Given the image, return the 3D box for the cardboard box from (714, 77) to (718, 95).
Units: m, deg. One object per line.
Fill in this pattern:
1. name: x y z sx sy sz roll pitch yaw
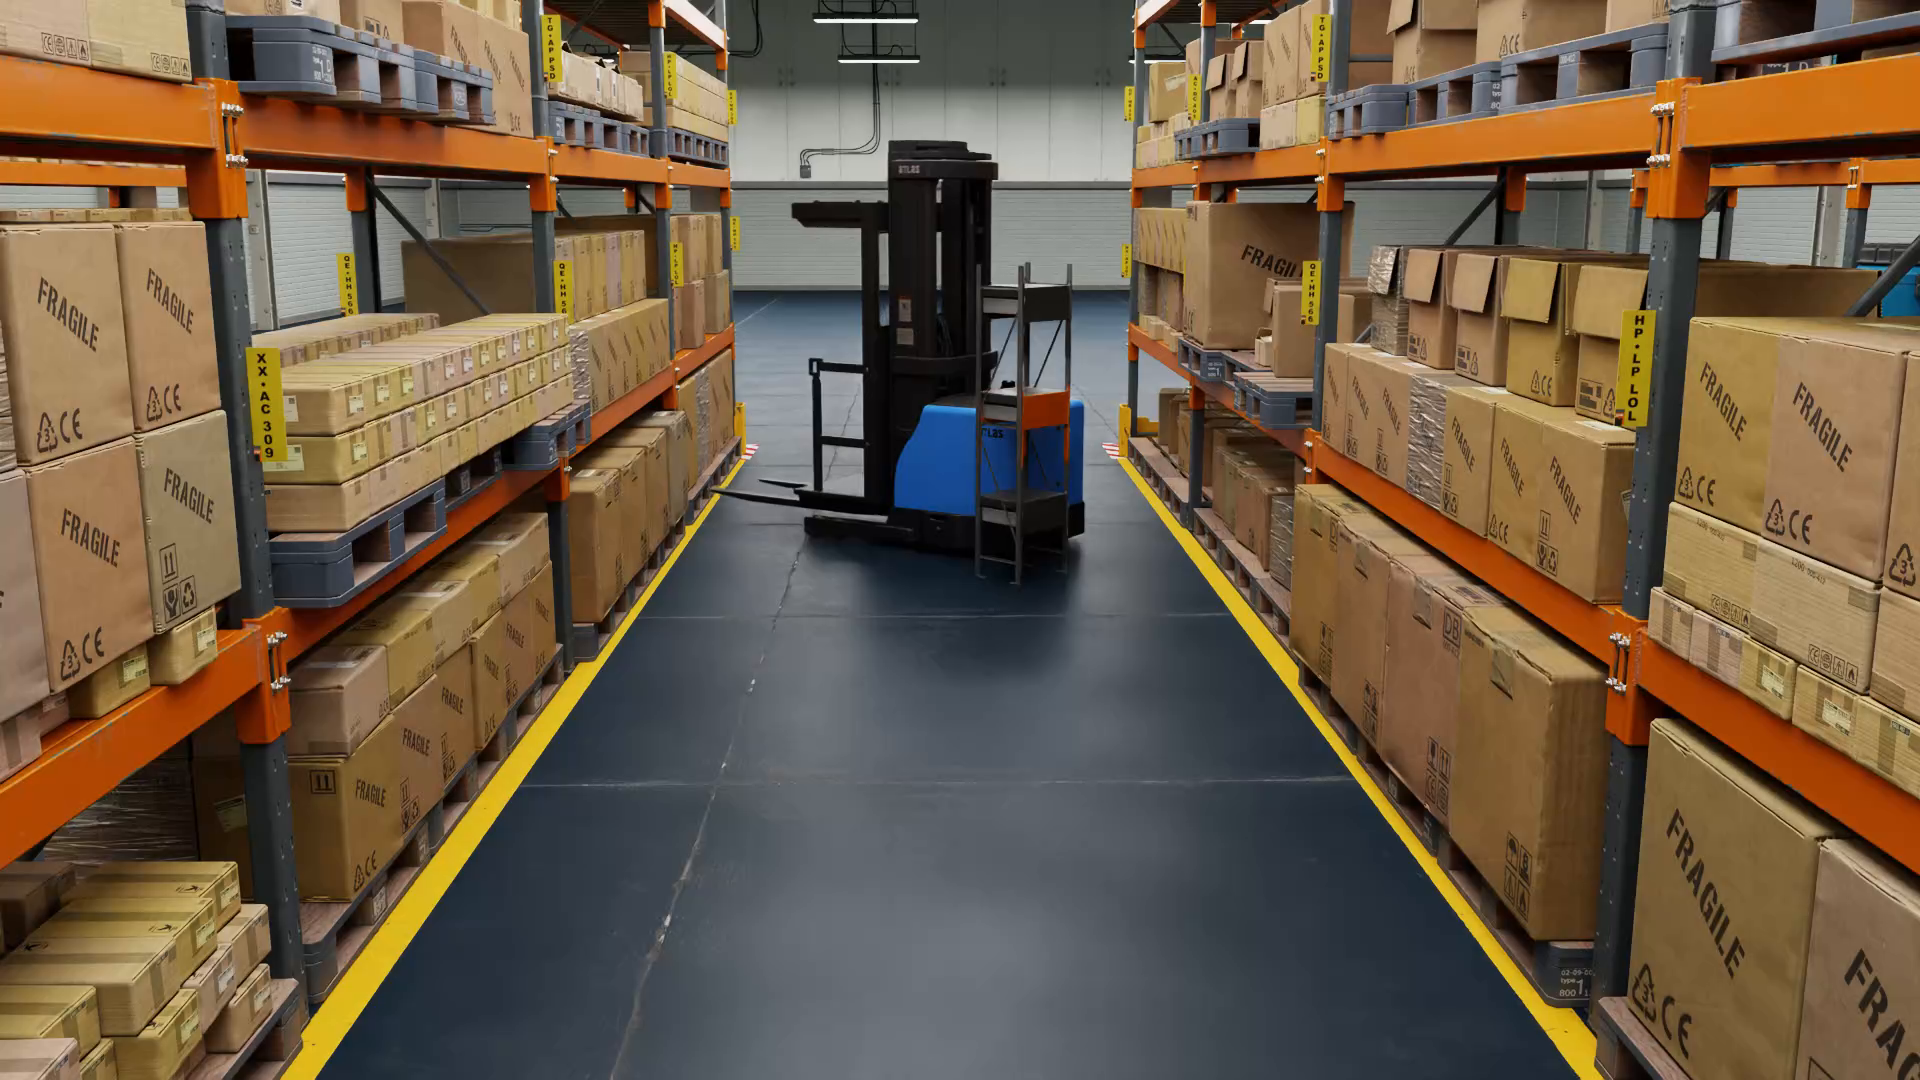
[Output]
1. cardboard box: -2.404 -4.117 15.081 0.380 0.149 0.250 0 11 0

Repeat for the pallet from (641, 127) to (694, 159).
1. pallet: -2.690 -3.136 13.151 1.003 0.211 1.213 0 11 -1

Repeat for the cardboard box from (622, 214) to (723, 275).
1. cardboard box: -2.694 -2.762 15.534 0.875 0.550 0.550 0 11 -1

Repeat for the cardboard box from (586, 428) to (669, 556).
1. cardboard box: -2.565 -0.335 11.269 1.050 0.750 0.750 0 11 -1

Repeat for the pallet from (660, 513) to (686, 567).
1. pallet: -2.593 -0.027 12.162 1.003 0.211 1.213 0 11 -1

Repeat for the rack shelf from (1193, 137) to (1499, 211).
1. rack shelf: 2.319 -2.267 10.454 1.077 0.370 4.000 0 11 -1

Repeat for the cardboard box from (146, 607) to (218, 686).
1. cardboard box: -2.164 0.273 4.300 0.380 0.149 0.250 -1 11 -3

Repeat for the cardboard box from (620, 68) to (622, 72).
1. cardboard box: -3.042 -3.913 14.074 0.380 0.149 0.250 0 11 0

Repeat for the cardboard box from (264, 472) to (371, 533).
1. cardboard box: -2.067 -0.119 5.179 0.380 0.149 0.250 -1 11 -4

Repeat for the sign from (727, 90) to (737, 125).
1. sign: -2.224 -4.207 16.177 0.100 0.325 0.005 0 11 -1

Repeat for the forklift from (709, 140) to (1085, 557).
1. forklift: -0.581 -1.511 12.634 3.031 2.935 1.130 7 14 32

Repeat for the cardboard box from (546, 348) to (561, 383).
1. cardboard box: -2.128 -0.831 7.937 0.380 0.149 0.250 0 11 1

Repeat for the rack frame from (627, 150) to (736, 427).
1. rack frame: -2.766 -2.342 16.558 1.000 3.000 0.127 0 11 -1

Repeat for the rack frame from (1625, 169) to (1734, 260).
1. rack frame: 7.146 -2.362 16.660 1.000 3.000 0.127 0 11 -1

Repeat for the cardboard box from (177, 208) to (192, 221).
1. cardboard box: -7.482 -2.785 15.228 0.700 0.500 0.500 0 11 -1

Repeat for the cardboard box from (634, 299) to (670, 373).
1. cardboard box: -2.406 -1.493 12.123 0.500 0.500 0.500 0 11 -1

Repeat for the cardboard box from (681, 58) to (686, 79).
1. cardboard box: -2.363 -3.714 13.096 0.380 0.149 0.250 0 11 -2

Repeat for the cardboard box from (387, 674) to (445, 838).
1. cardboard box: -2.281 0.810 6.255 0.500 0.500 0.500 0 11 1

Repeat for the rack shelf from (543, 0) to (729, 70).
1. rack shelf: -2.725 -4.336 14.113 1.077 0.370 4.000 0 11 -1

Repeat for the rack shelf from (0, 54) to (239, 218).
1. rack shelf: -2.477 -0.676 2.614 1.077 0.370 4.000 0 11 -1

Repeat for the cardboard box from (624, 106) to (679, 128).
1. cardboard box: -2.351 -3.222 12.677 0.380 0.149 0.250 0 11 -2

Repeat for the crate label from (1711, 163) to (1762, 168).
1. crate label: 6.855 -3.386 14.536 0.502 0.251 0.408 0 11 -1

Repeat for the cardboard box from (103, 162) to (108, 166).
1. cardboard box: -7.423 -3.223 13.990 0.380 0.149 0.250 0 11 -1

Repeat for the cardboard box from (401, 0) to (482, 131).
1. cardboard box: -2.306 -1.959 6.877 0.500 0.500 0.500 0 11 -1

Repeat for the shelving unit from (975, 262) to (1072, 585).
1. shelving unit: 0.423 -0.790 11.167 0.431 2.100 0.503 11 16 42

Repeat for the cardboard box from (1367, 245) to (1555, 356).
1. cardboard box: 2.359 -1.147 7.895 0.797 0.503 0.637 0 11 1

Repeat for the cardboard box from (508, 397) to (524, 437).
1. cardboard box: -2.114 -0.535 7.225 0.380 0.149 0.250 -1 11 -4

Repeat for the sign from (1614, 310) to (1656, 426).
1. sign: 1.900 -0.481 4.674 0.100 0.325 0.005 0 11 -1

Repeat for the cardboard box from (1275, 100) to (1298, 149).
1. cardboard box: 2.081 -2.341 9.384 0.500 0.250 0.500 0 11 -1

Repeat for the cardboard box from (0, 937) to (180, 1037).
1. cardboard box: -2.194 1.113 4.146 0.380 0.149 0.250 0 11 -2

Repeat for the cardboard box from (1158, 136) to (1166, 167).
1. cardboard box: 1.985 -3.337 14.298 0.500 0.250 0.500 0 11 1

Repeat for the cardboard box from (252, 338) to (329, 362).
1. cardboard box: -2.755 -0.722 6.655 0.380 0.149 0.250 0 11 -2

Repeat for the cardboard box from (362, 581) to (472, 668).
1. cardboard box: -2.289 0.340 6.683 0.500 0.250 0.500 0 11 1

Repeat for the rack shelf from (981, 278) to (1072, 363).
1. rack shelf: 0.425 -1.462 11.029 0.431 0.518 0.480 11 16 42

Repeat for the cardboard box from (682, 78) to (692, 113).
1. cardboard box: -2.426 -3.543 13.253 0.500 0.250 0.500 0 11 -2

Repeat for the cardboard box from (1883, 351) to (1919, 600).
1. cardboard box: 2.215 -0.099 3.246 0.500 0.500 0.500 -1 11 -3

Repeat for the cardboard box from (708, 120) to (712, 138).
1. cardboard box: -2.395 -3.626 14.669 0.380 0.149 0.250 0 11 -1

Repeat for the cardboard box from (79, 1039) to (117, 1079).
1. cardboard box: -2.246 1.308 3.935 0.380 0.149 0.250 0 11 -1

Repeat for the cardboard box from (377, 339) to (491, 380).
1. cardboard box: -2.104 -0.722 6.651 0.380 0.149 0.250 0 11 1

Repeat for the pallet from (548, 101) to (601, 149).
1. pallet: -2.667 -2.257 9.070 1.213 0.211 1.003 0 11 1

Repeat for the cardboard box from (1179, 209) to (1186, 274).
1. cardboard box: 1.993 -2.320 12.937 0.500 0.500 0.500 0 11 -1

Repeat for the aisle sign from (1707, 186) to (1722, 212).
1. aisle sign: 7.442 -3.652 16.478 0.394 0.787 0.004 0 11 -1

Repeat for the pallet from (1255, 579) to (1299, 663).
1. pallet: 2.345 0.459 9.764 1.003 0.211 1.213 0 11 -1

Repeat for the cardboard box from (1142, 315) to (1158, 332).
1. cardboard box: 1.938 -2.062 15.810 0.380 0.149 0.250 0 11 -1

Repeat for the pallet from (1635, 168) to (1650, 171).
1. pallet: 7.066 -3.575 15.568 1.003 0.211 1.213 0 11 -1

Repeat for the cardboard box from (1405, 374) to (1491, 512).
1. cardboard box: 2.133 -0.399 6.732 0.500 0.500 0.500 0 11 -1

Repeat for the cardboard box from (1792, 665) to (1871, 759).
1. cardboard box: 2.135 0.383 3.757 0.380 0.149 0.250 -1 11 -3

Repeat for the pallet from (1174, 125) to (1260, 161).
1. pallet: 2.183 -2.802 11.754 1.213 0.211 1.003 0 11 -1

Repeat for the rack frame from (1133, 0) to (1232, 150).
1. rack frame: 2.195 -5.282 15.963 1.000 3.000 0.127 0 11 -1

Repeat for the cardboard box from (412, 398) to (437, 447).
1. cardboard box: -2.086 -0.420 5.911 0.380 0.149 0.250 -1 11 -4

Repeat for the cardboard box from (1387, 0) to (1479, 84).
1. cardboard box: 2.444 -2.357 7.774 0.797 0.503 0.637 0 11 2

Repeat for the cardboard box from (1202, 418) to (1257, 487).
1. cardboard box: 2.290 -0.721 13.801 0.500 0.500 0.500 4 12 17

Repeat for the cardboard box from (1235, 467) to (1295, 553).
1. cardboard box: 2.271 -0.209 11.227 0.700 0.500 0.500 -1 12 -6
